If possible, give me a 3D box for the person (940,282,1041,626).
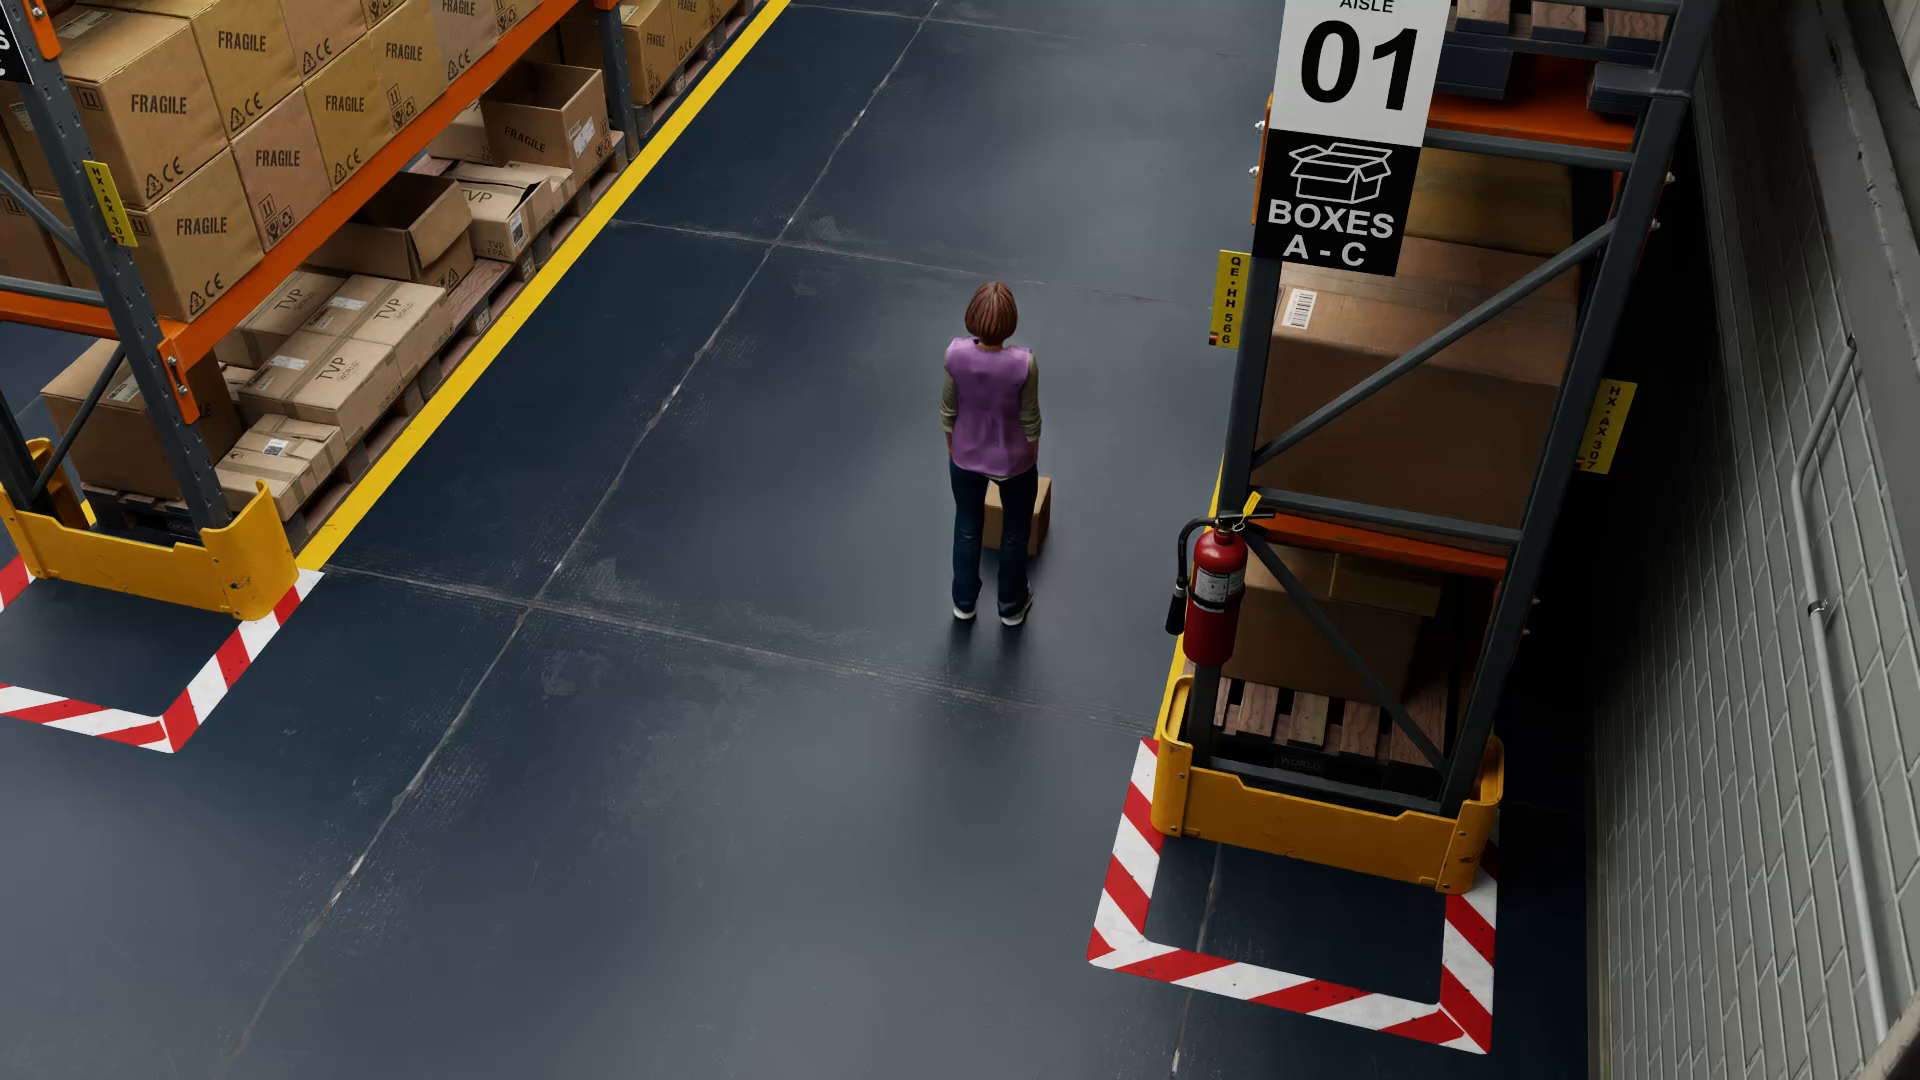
[{"bbox_3d":[0.119,-0.311,6.551,0.405,1.565,0.300,11,43,12],"label":"person"}]
